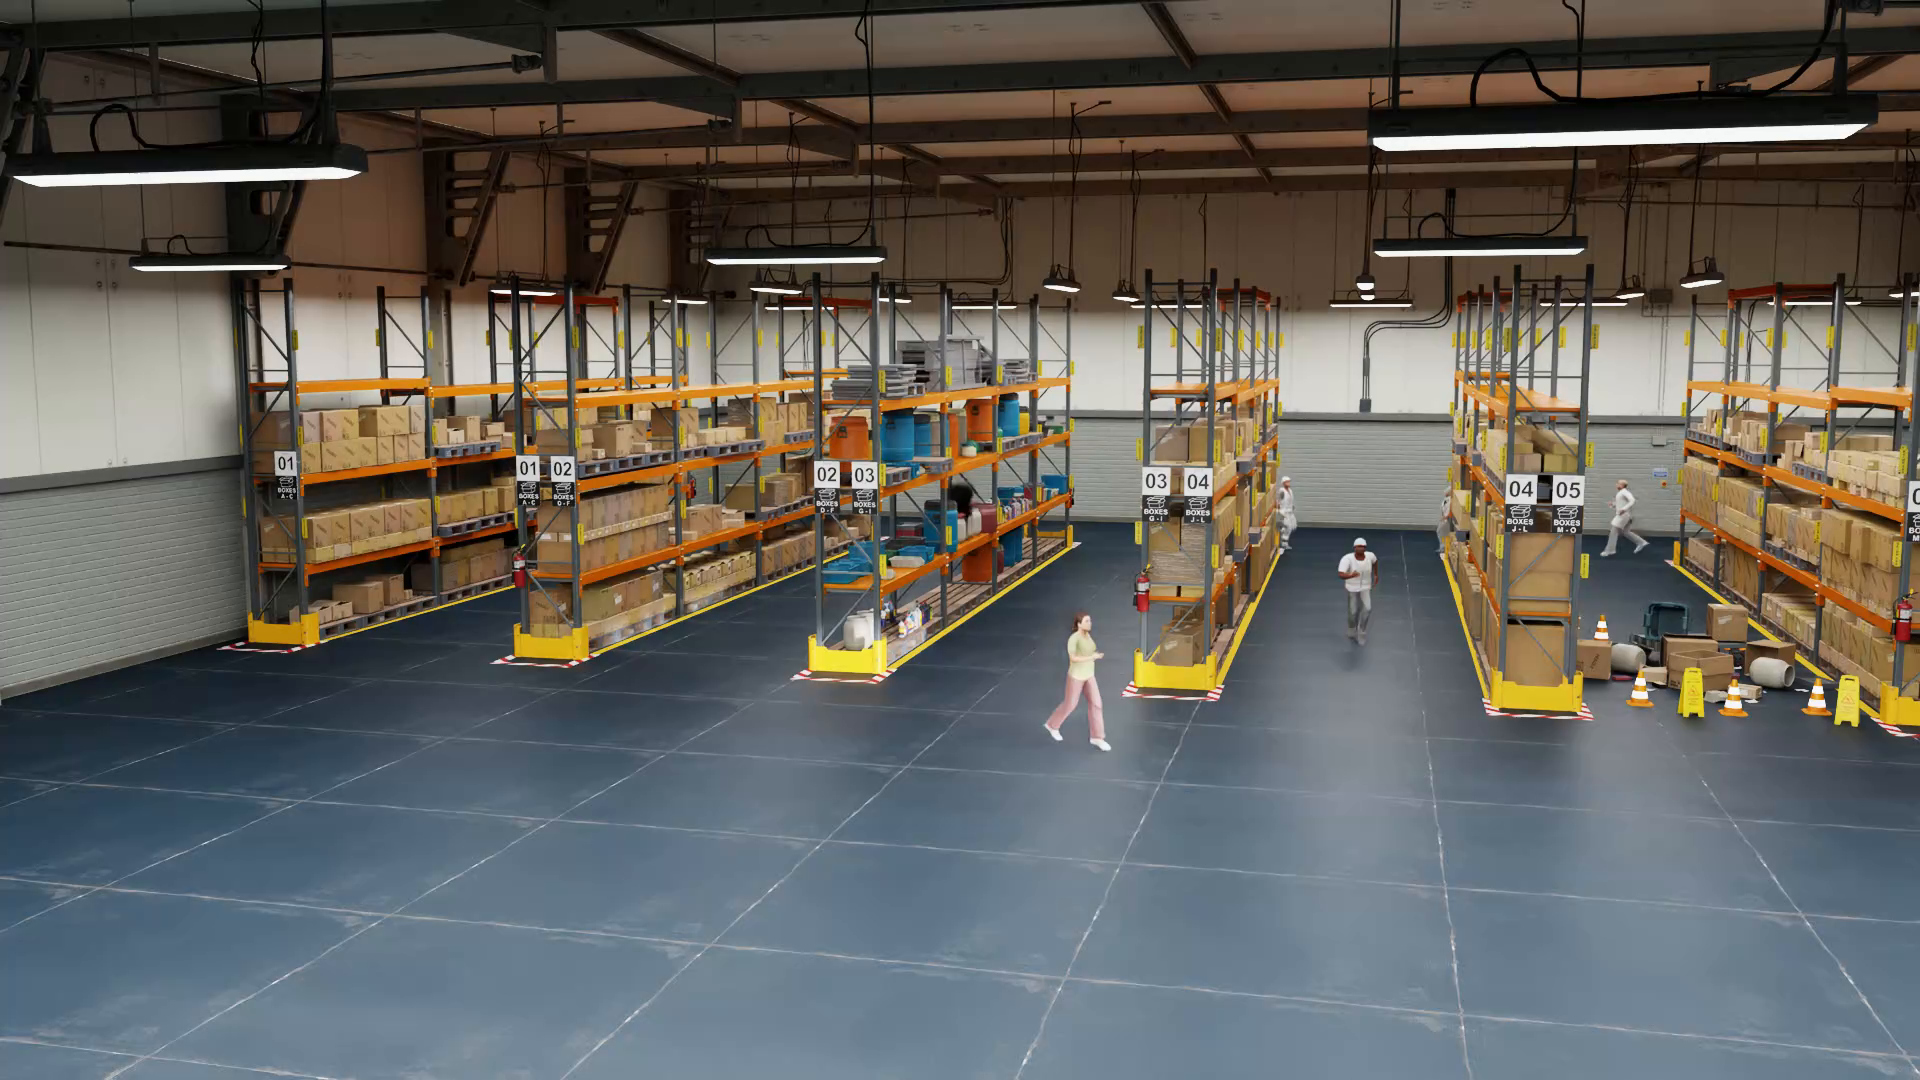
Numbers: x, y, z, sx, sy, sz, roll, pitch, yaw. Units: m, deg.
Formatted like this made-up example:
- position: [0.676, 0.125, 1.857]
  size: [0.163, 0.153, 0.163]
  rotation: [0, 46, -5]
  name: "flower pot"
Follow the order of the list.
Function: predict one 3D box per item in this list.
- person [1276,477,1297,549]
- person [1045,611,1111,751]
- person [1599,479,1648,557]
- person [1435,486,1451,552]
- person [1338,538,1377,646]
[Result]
- position: [7.838, -0.659, 40.087]
  size: [0.559, 1.749, 0.691]
  rotation: [6, 9, 40]
  name: "person"
- position: [1.454, 1.703, 20.437]
  size: [0.948, 1.678, 0.562]
  rotation: [6, 9, 39]
  name: "person"
- position: [15.416, -0.502, 38.548]
  size: [1.060, 1.801, 0.719]
  rotation: [2, 7, 19]
  name: "person"
- position: [11.619, -0.468, 39.290]
  size: [0.648, 1.616, 0.691]
  rotation: [1, 7, 8]
  name: "person"
- position: [6.590, 0.842, 27.529]
  size: [0.729, 1.793, 0.839]
  rotation: [0, 7, -2]
  name: "person"
